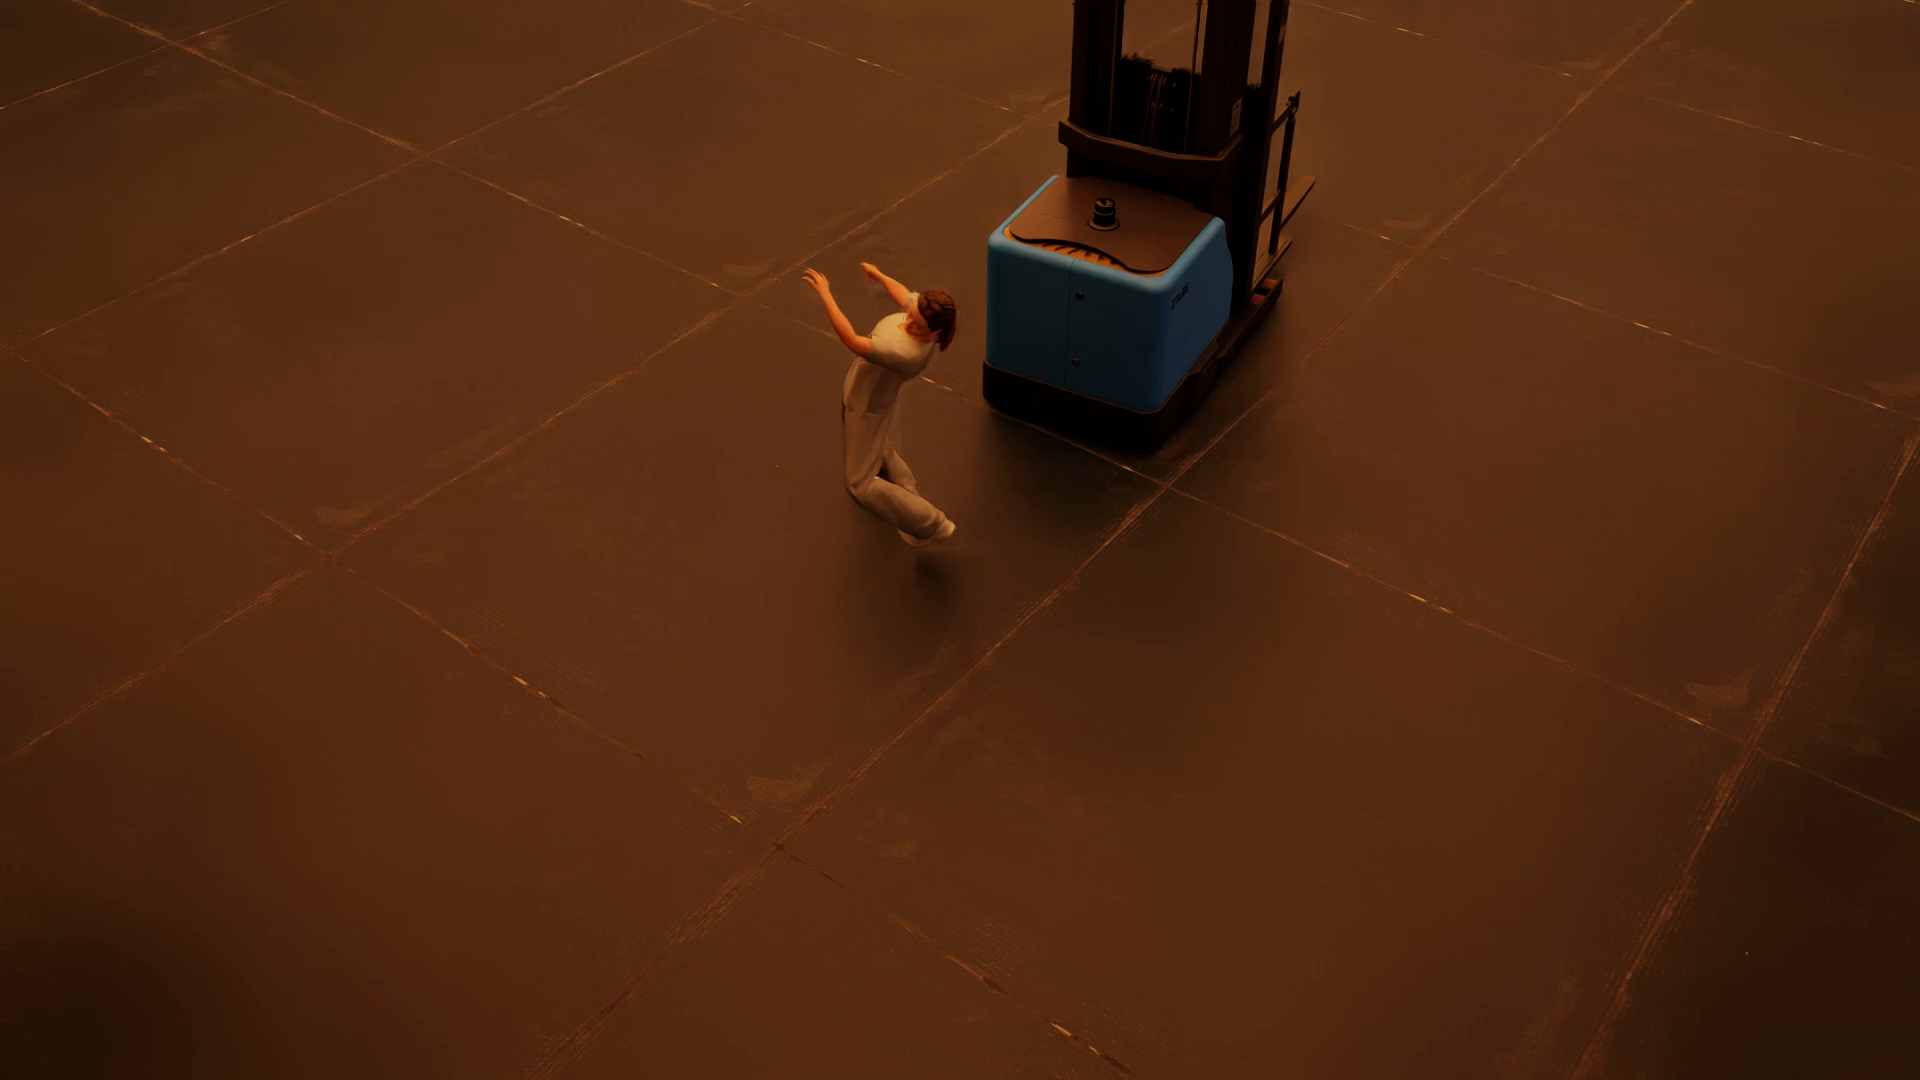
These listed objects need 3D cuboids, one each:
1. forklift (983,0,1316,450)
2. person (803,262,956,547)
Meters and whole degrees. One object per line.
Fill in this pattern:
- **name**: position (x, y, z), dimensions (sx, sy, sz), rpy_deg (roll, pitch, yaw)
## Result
- **forklift**: position (1.275, -2.534, 9.047), dimensions (1.130, 2.935, 3.031), rpy_deg (20, 44, 21)
- **person**: position (-0.362, -0.761, 8.078), dimensions (0.693, 1.467, 1.004), rpy_deg (0, 40, 0)
